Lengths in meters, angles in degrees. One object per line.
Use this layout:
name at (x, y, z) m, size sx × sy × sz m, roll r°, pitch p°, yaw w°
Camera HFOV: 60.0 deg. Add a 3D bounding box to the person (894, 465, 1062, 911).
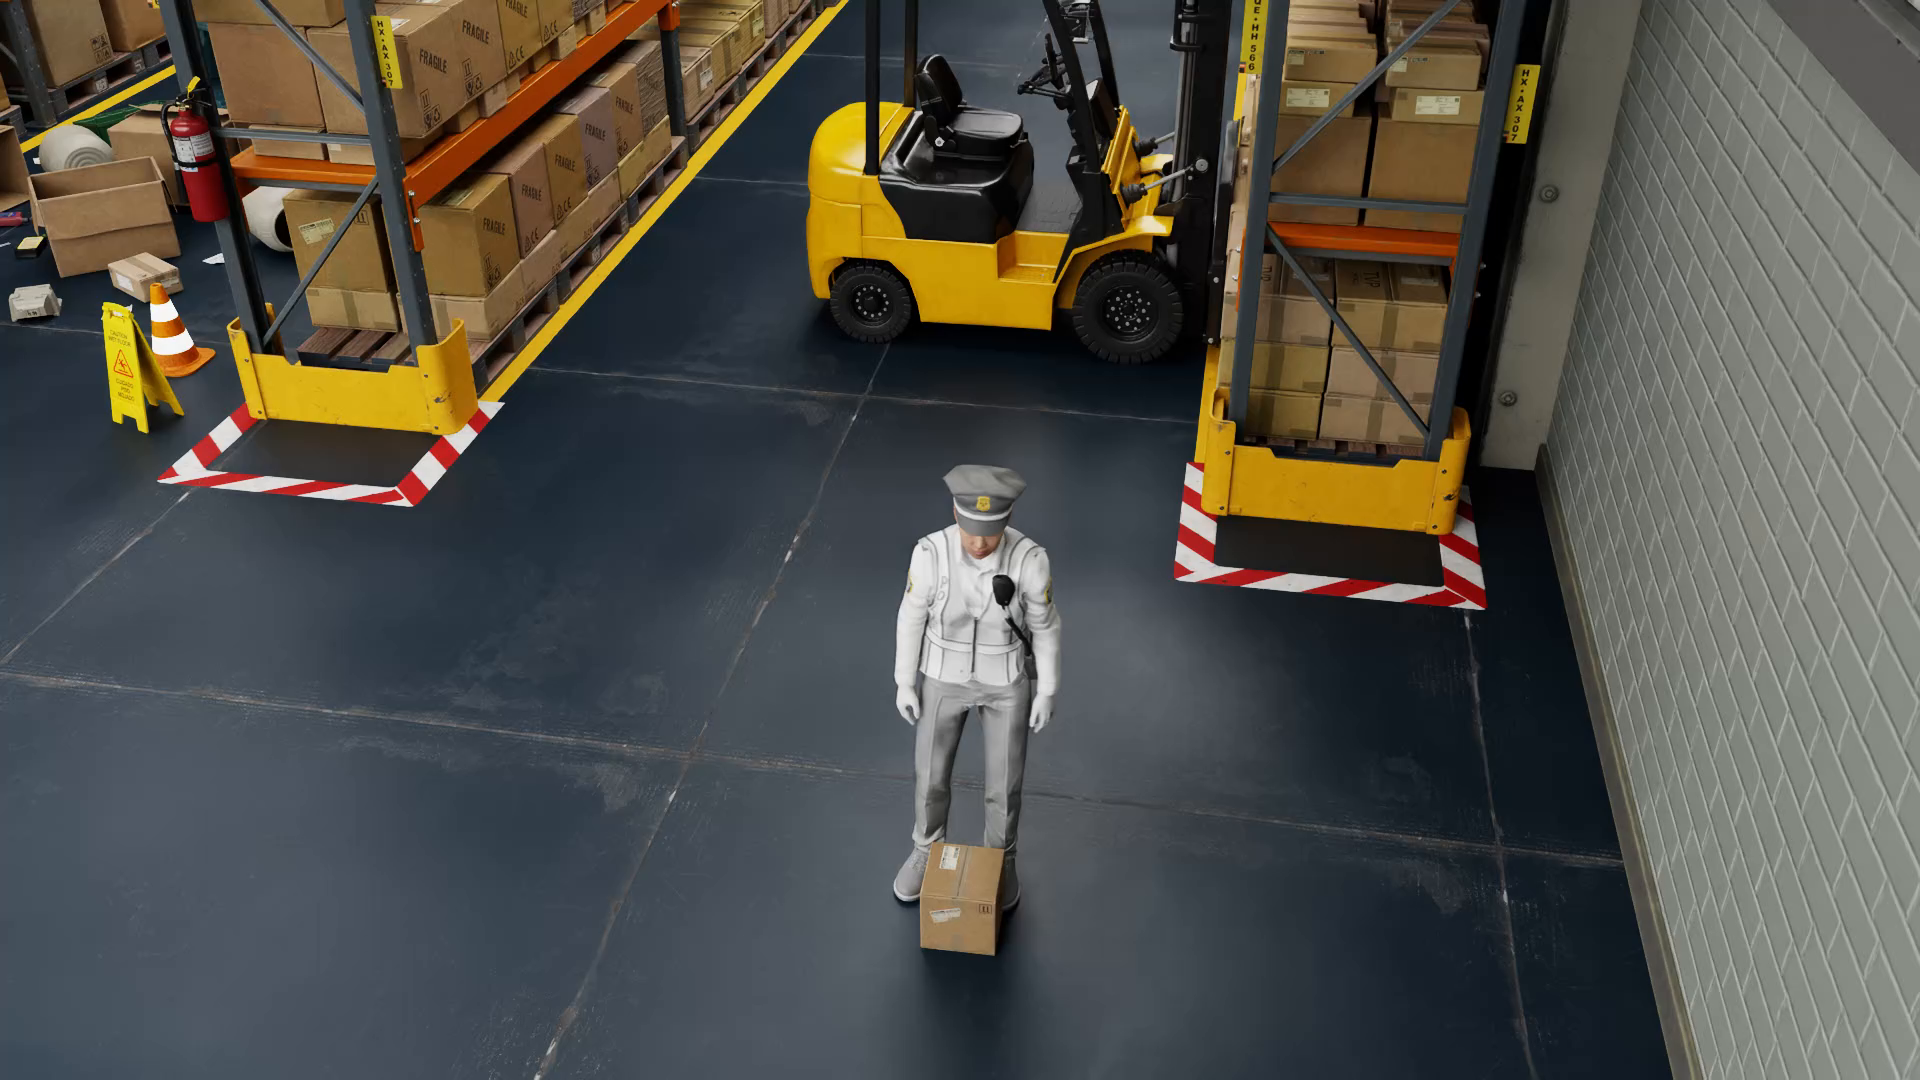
person at (0.052, 0.476, 5.388) m, size 0.546 × 1.664 × 0.375 m, roll 3°, pitch 33°, yaw 5°
